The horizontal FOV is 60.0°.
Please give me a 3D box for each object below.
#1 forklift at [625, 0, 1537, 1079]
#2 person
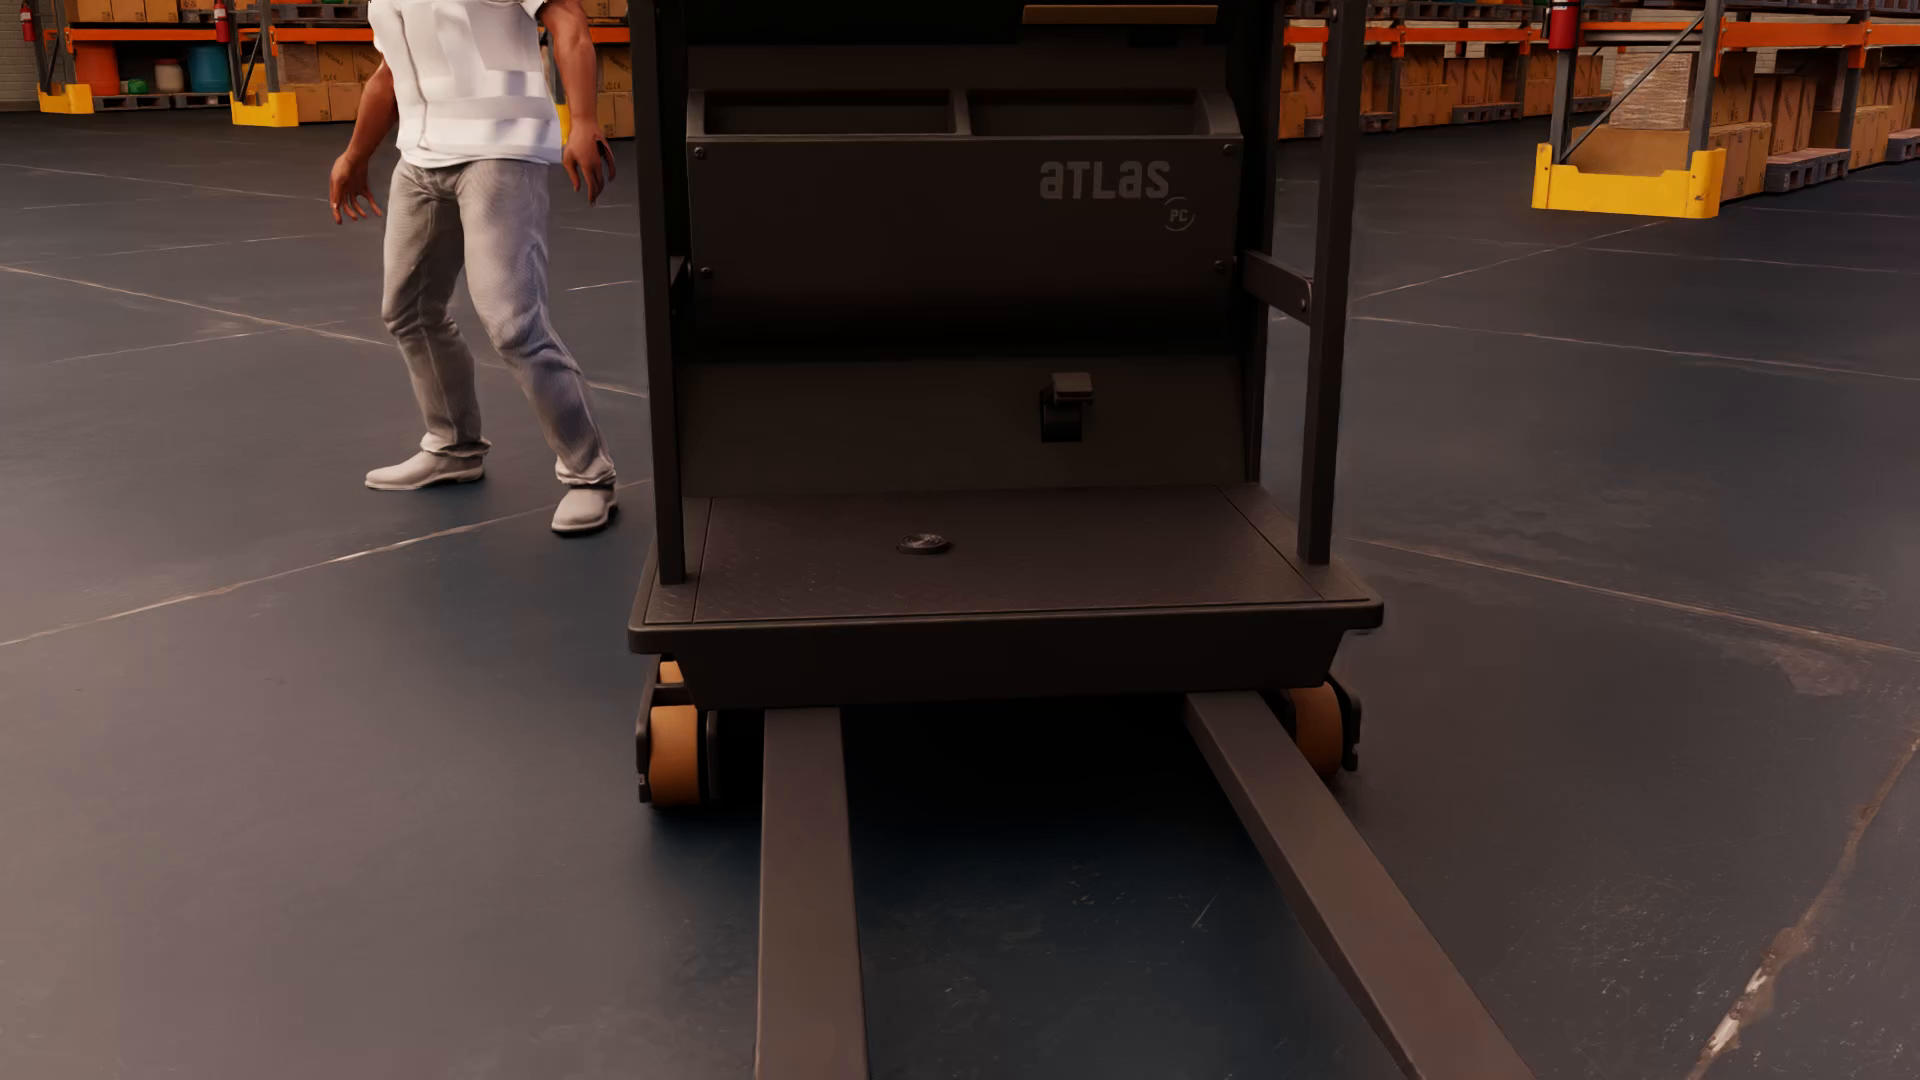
[{"bbox_3d":[0.032,-1.089,2.482,1.130,2.935,3.031,-2,17,-5],"label":"forklift"},{"bbox_3d":[-1.224,-0.906,4.002,0.963,1.716,0.433,13,21,36],"label":"person"}]
